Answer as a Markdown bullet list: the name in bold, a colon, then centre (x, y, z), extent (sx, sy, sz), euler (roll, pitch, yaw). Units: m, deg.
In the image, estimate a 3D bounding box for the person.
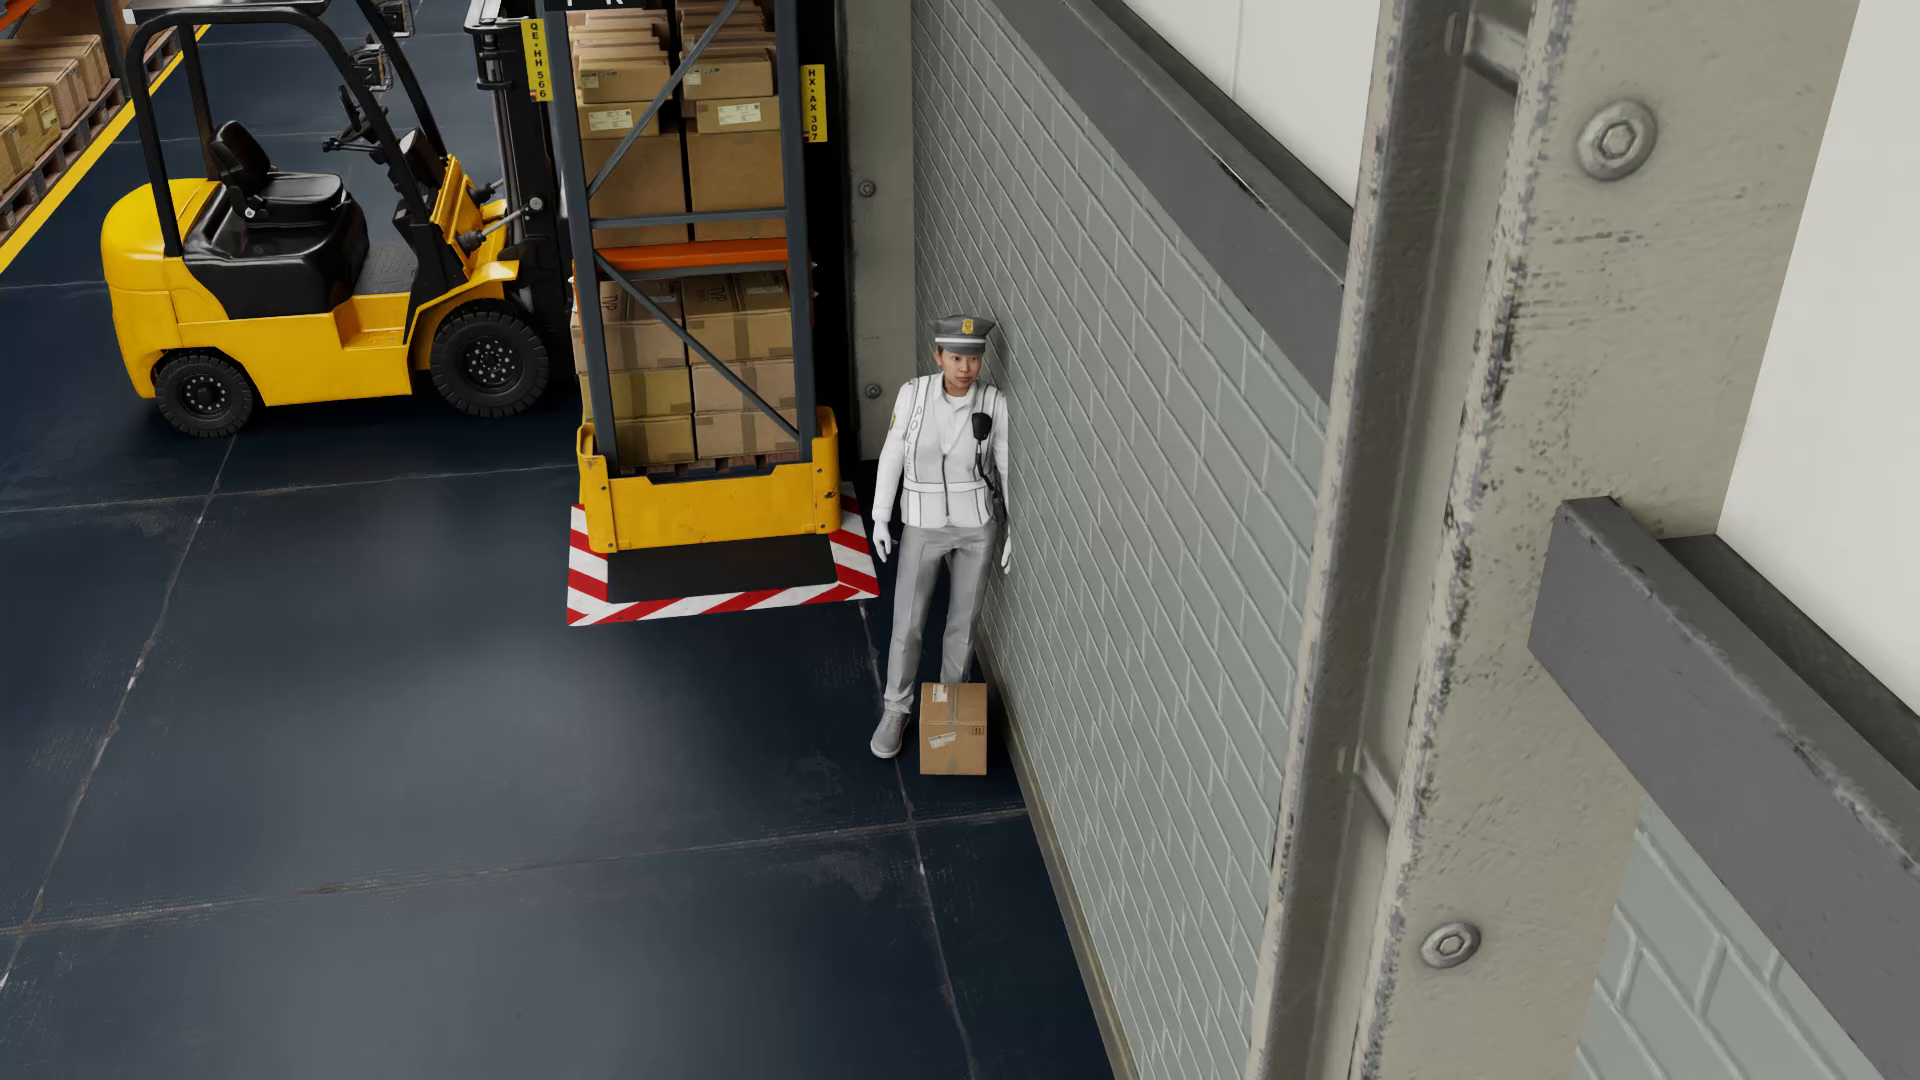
- **person**: centre (-0.042, -0.017, 6.111), extent (0.586, 1.694, 0.530), euler (1, 31, 2)
